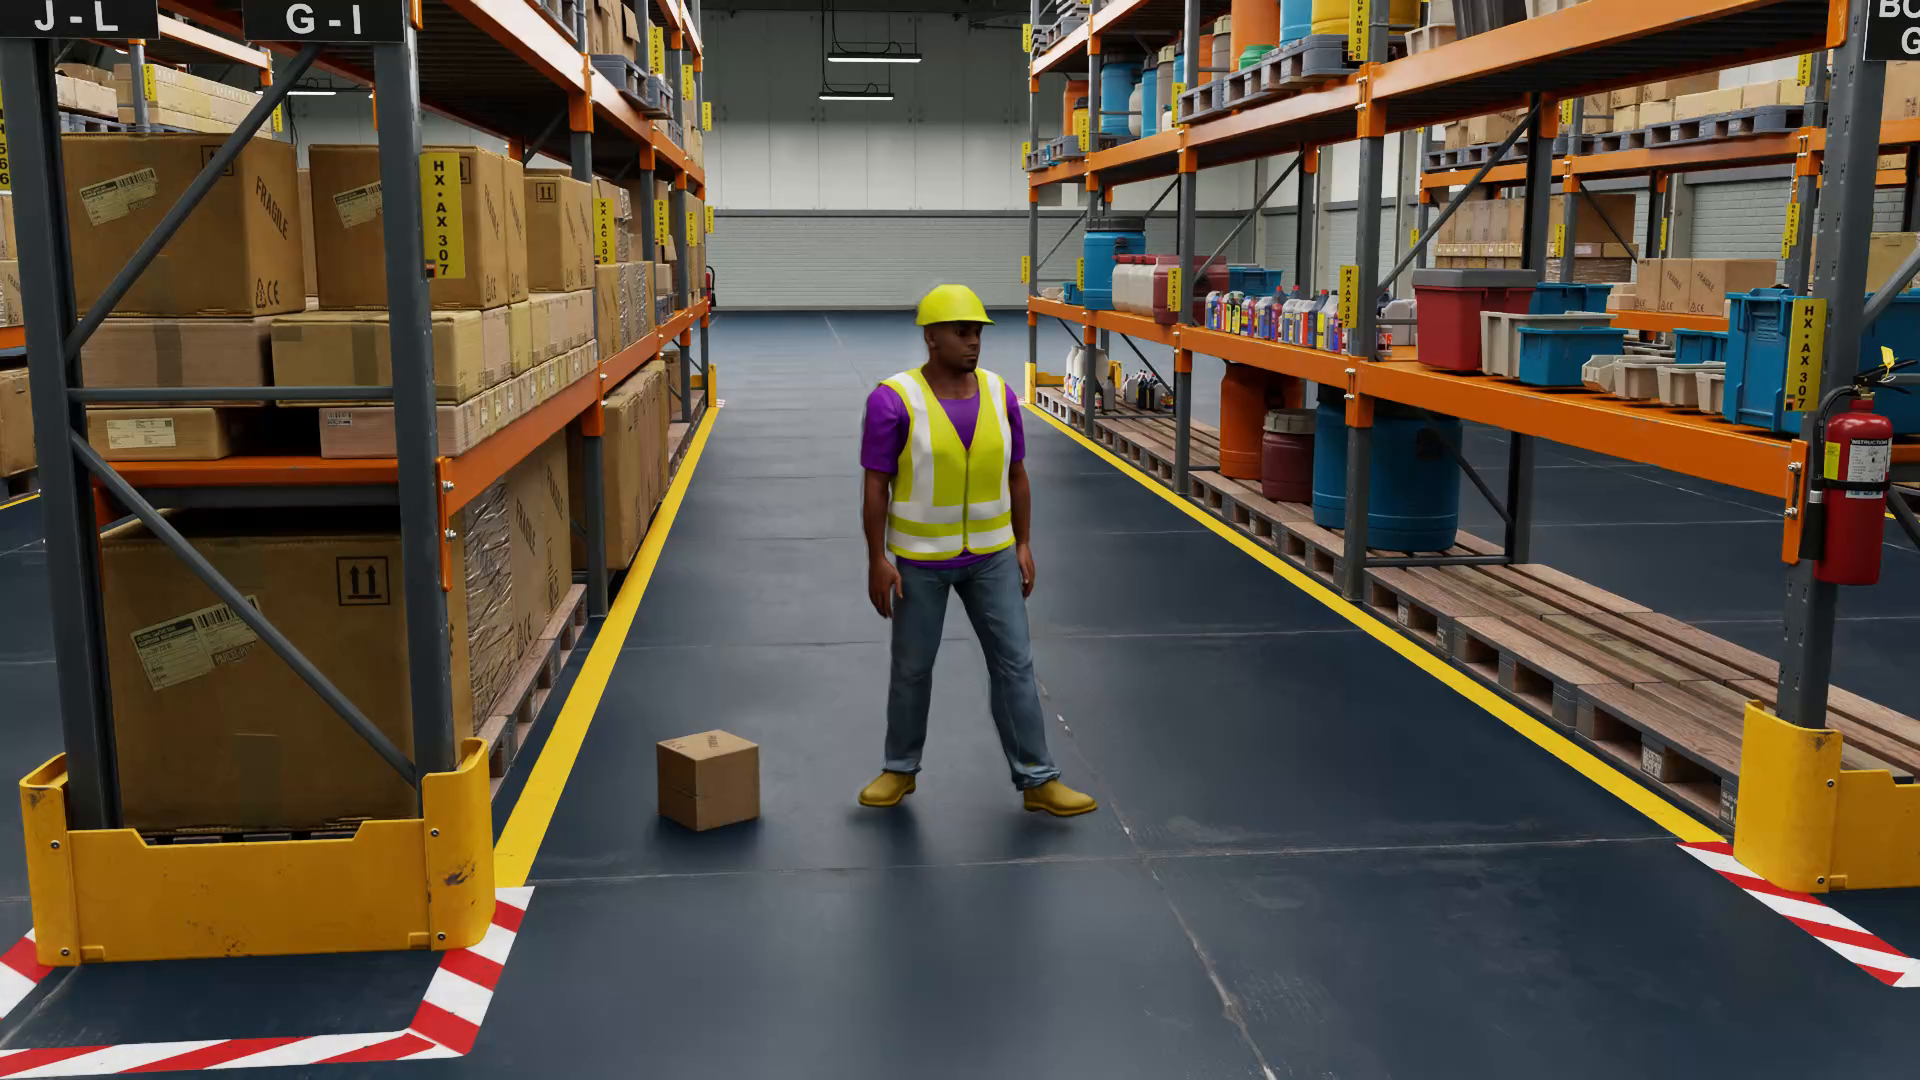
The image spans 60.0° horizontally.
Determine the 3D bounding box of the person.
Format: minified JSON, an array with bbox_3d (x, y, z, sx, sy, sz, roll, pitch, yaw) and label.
[{"bbox_3d":[0.030,0.046,5.453,0.700,1.748,0.646,-4,11,-19],"label":"person"}]
